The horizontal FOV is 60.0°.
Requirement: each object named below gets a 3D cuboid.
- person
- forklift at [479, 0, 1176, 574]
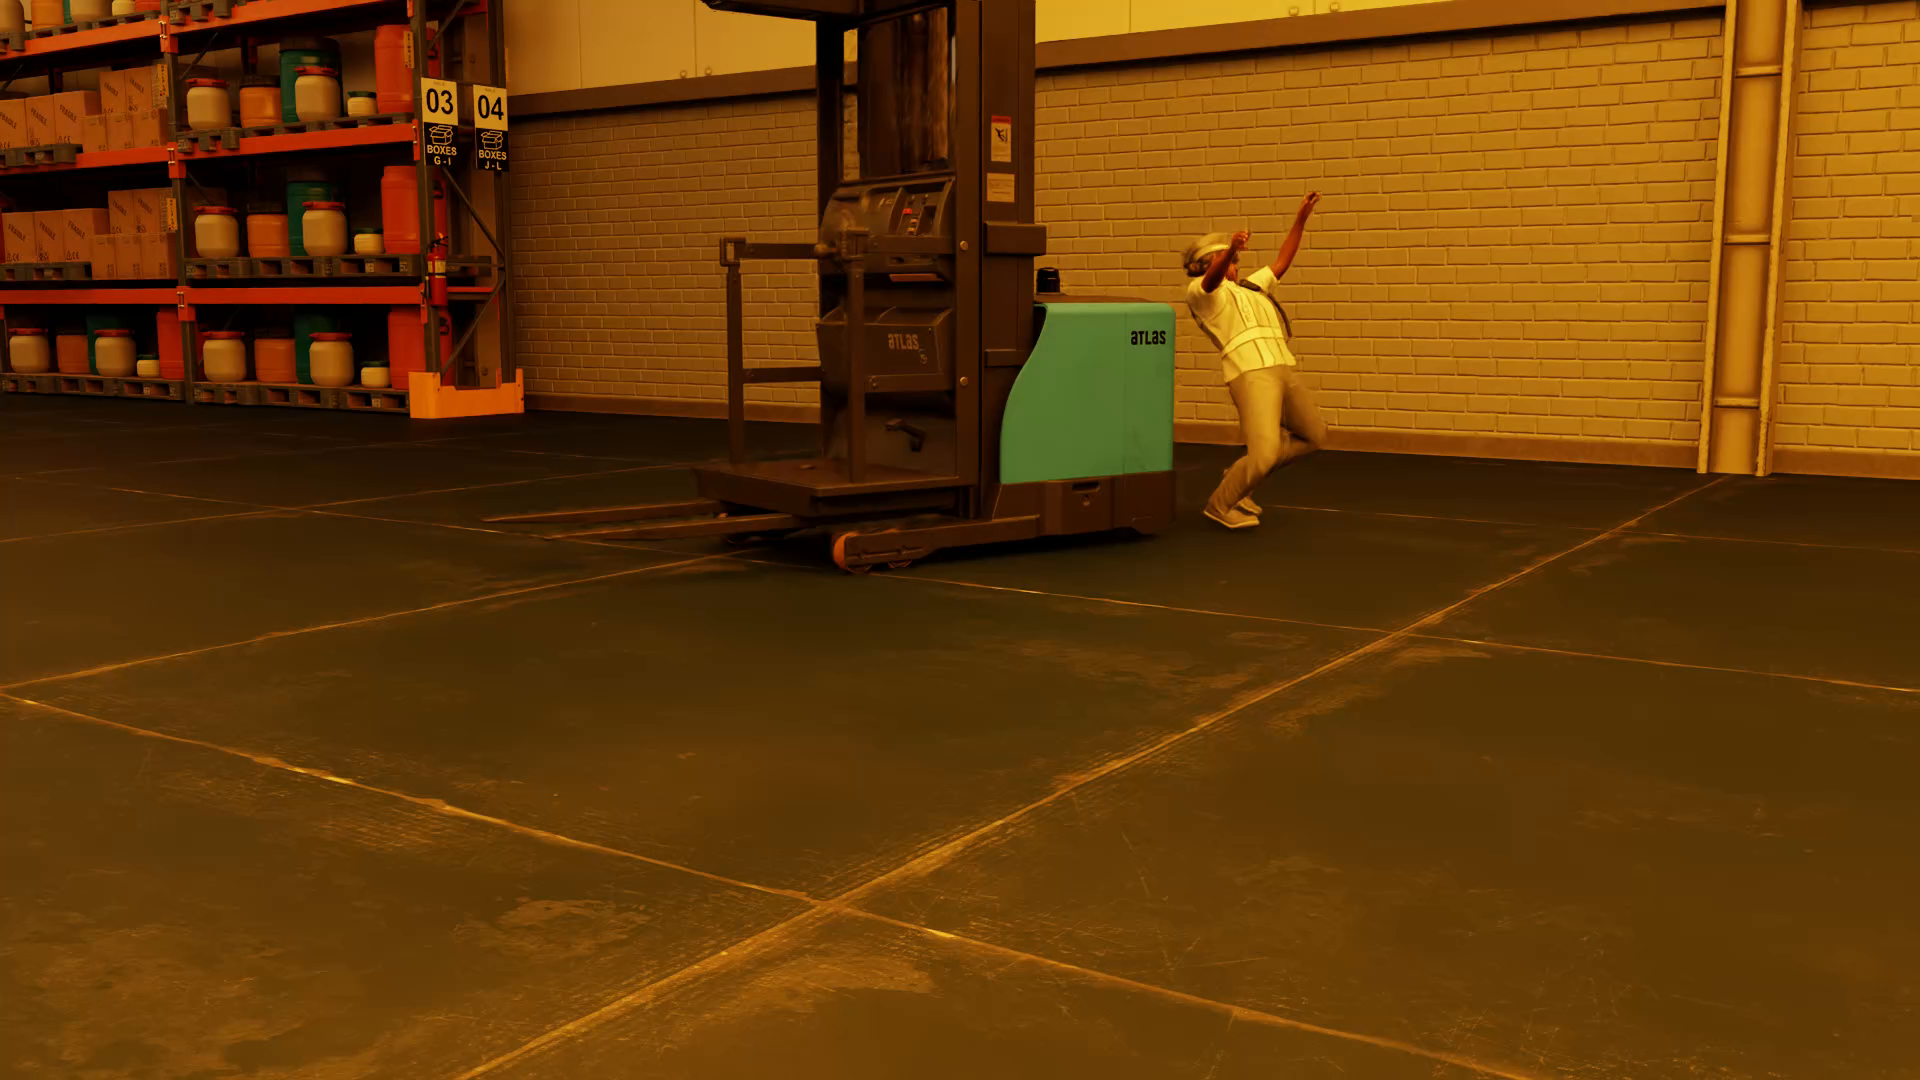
[{"bbox_3d":[1.263,-0.844,7.824,0.691,1.579,0.946,5,10,32],"label":"person"},{"bbox_3d":[-0.491,-1.400,7.039,3.031,2.935,1.130,-6,10,-36],"label":"forklift"}]
